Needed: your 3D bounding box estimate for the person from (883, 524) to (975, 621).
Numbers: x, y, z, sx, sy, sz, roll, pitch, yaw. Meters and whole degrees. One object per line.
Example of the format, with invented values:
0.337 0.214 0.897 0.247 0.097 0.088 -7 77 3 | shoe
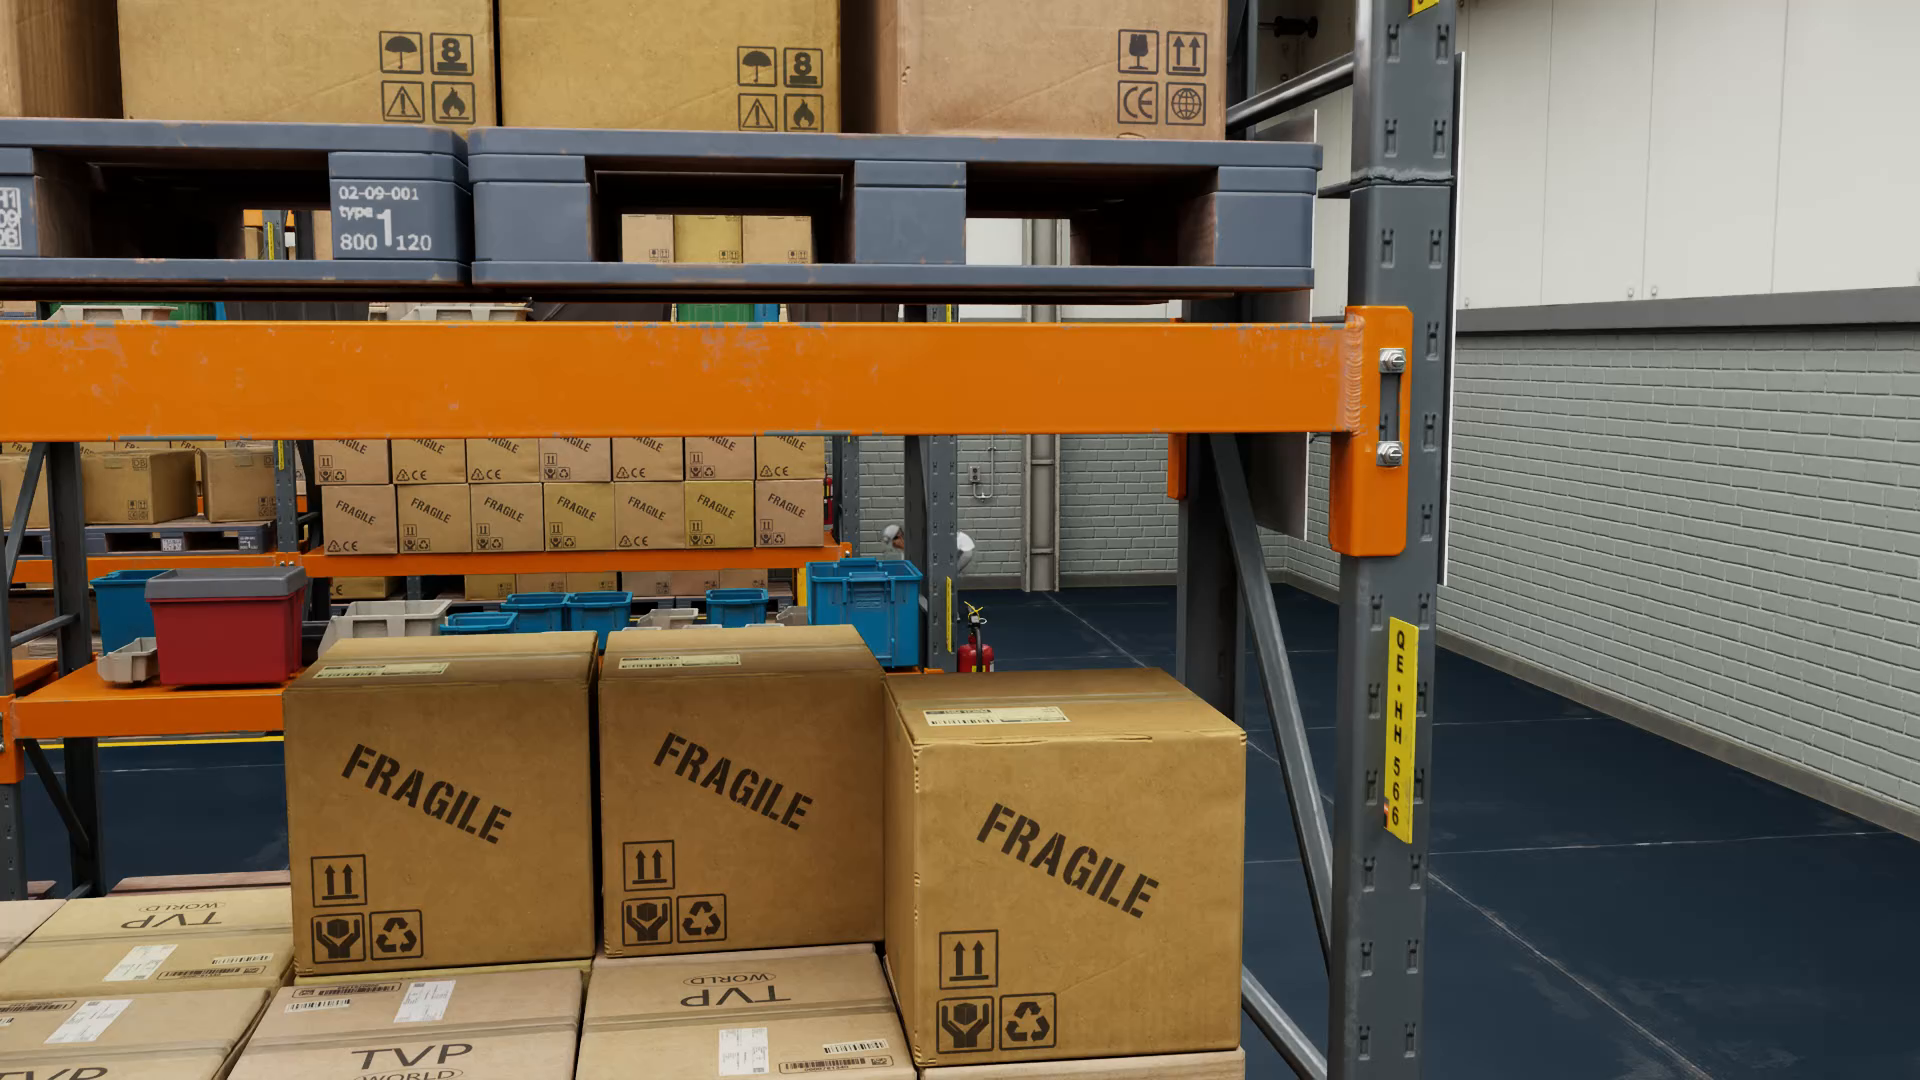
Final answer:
-0.323 0.330 16.890 0.938 0.999 0.515 -1 7 -11 | person
